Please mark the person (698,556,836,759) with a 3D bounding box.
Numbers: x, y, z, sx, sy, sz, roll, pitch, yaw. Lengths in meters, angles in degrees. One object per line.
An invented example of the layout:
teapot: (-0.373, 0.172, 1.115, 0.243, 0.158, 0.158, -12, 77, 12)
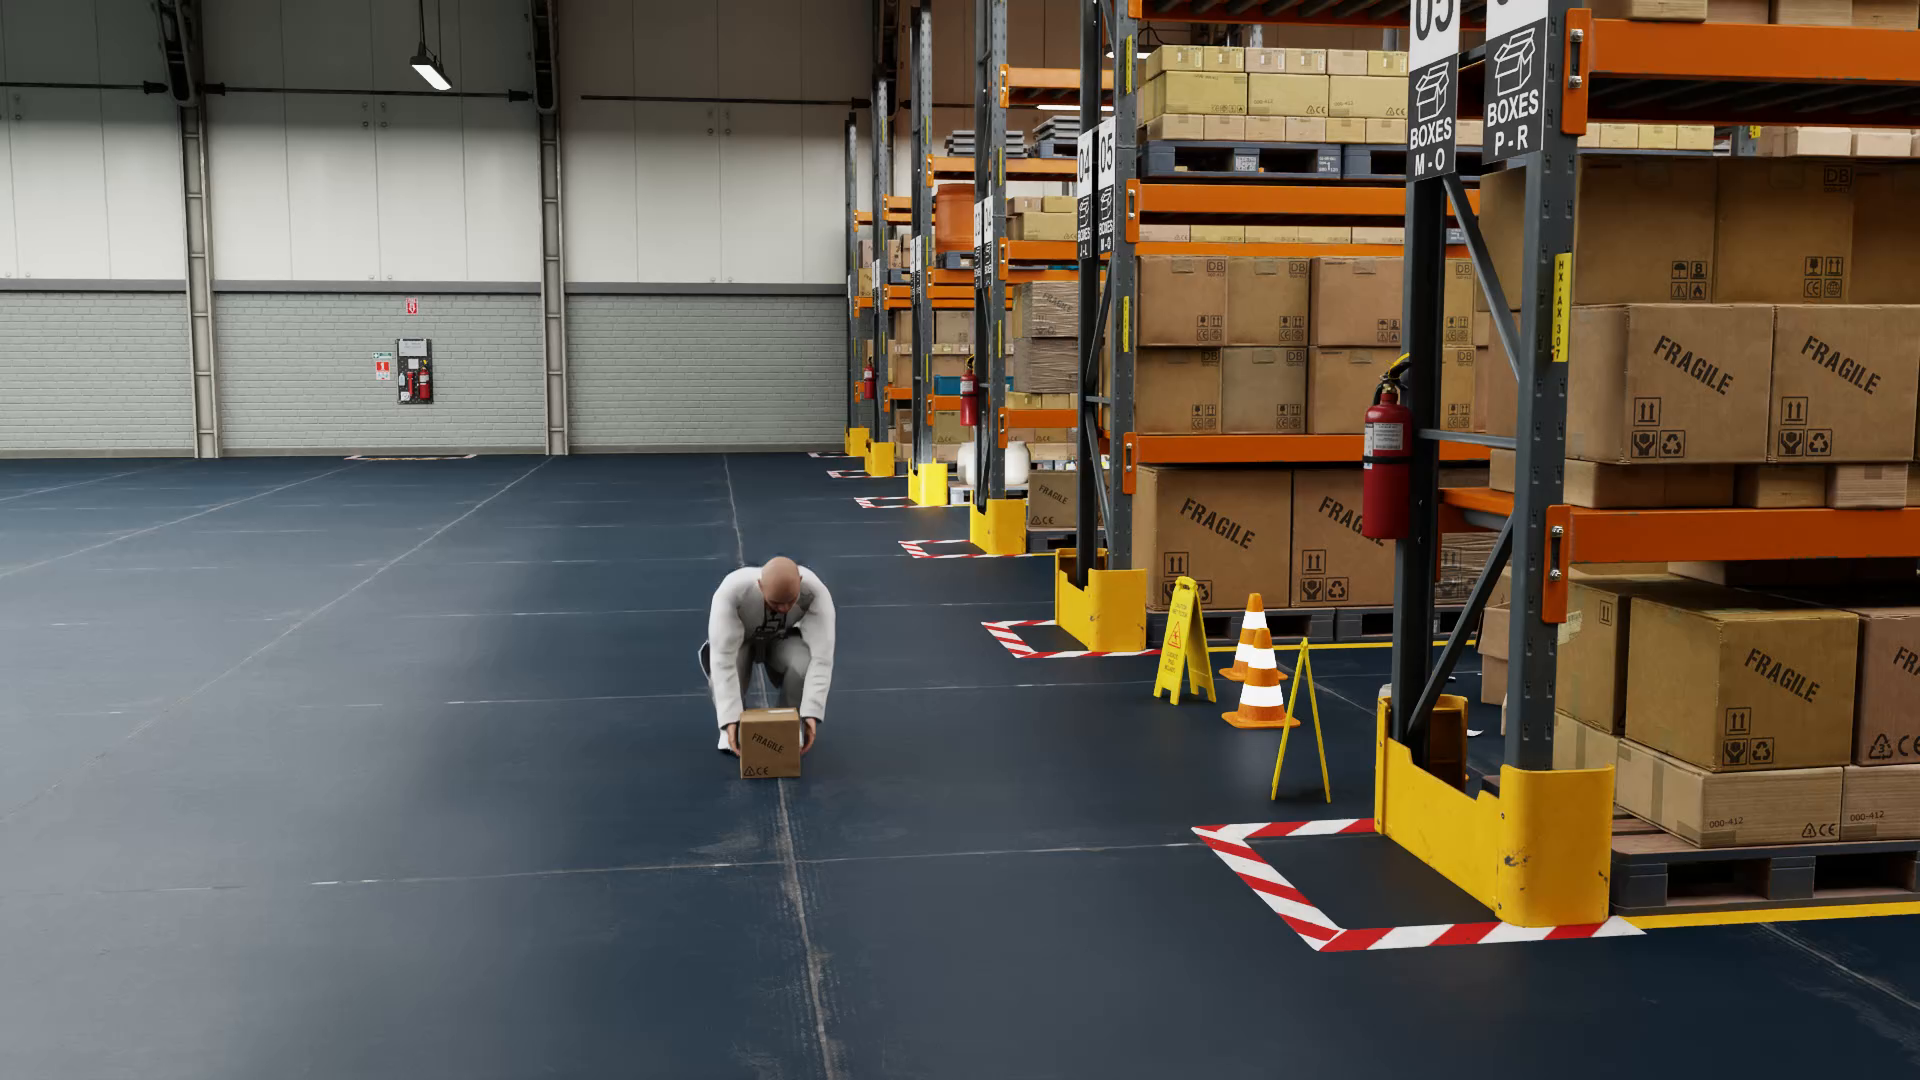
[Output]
person: (-0.873, 0.513, 7.507, 0.611, 0.907, 0.895, -1, 6, -9)
